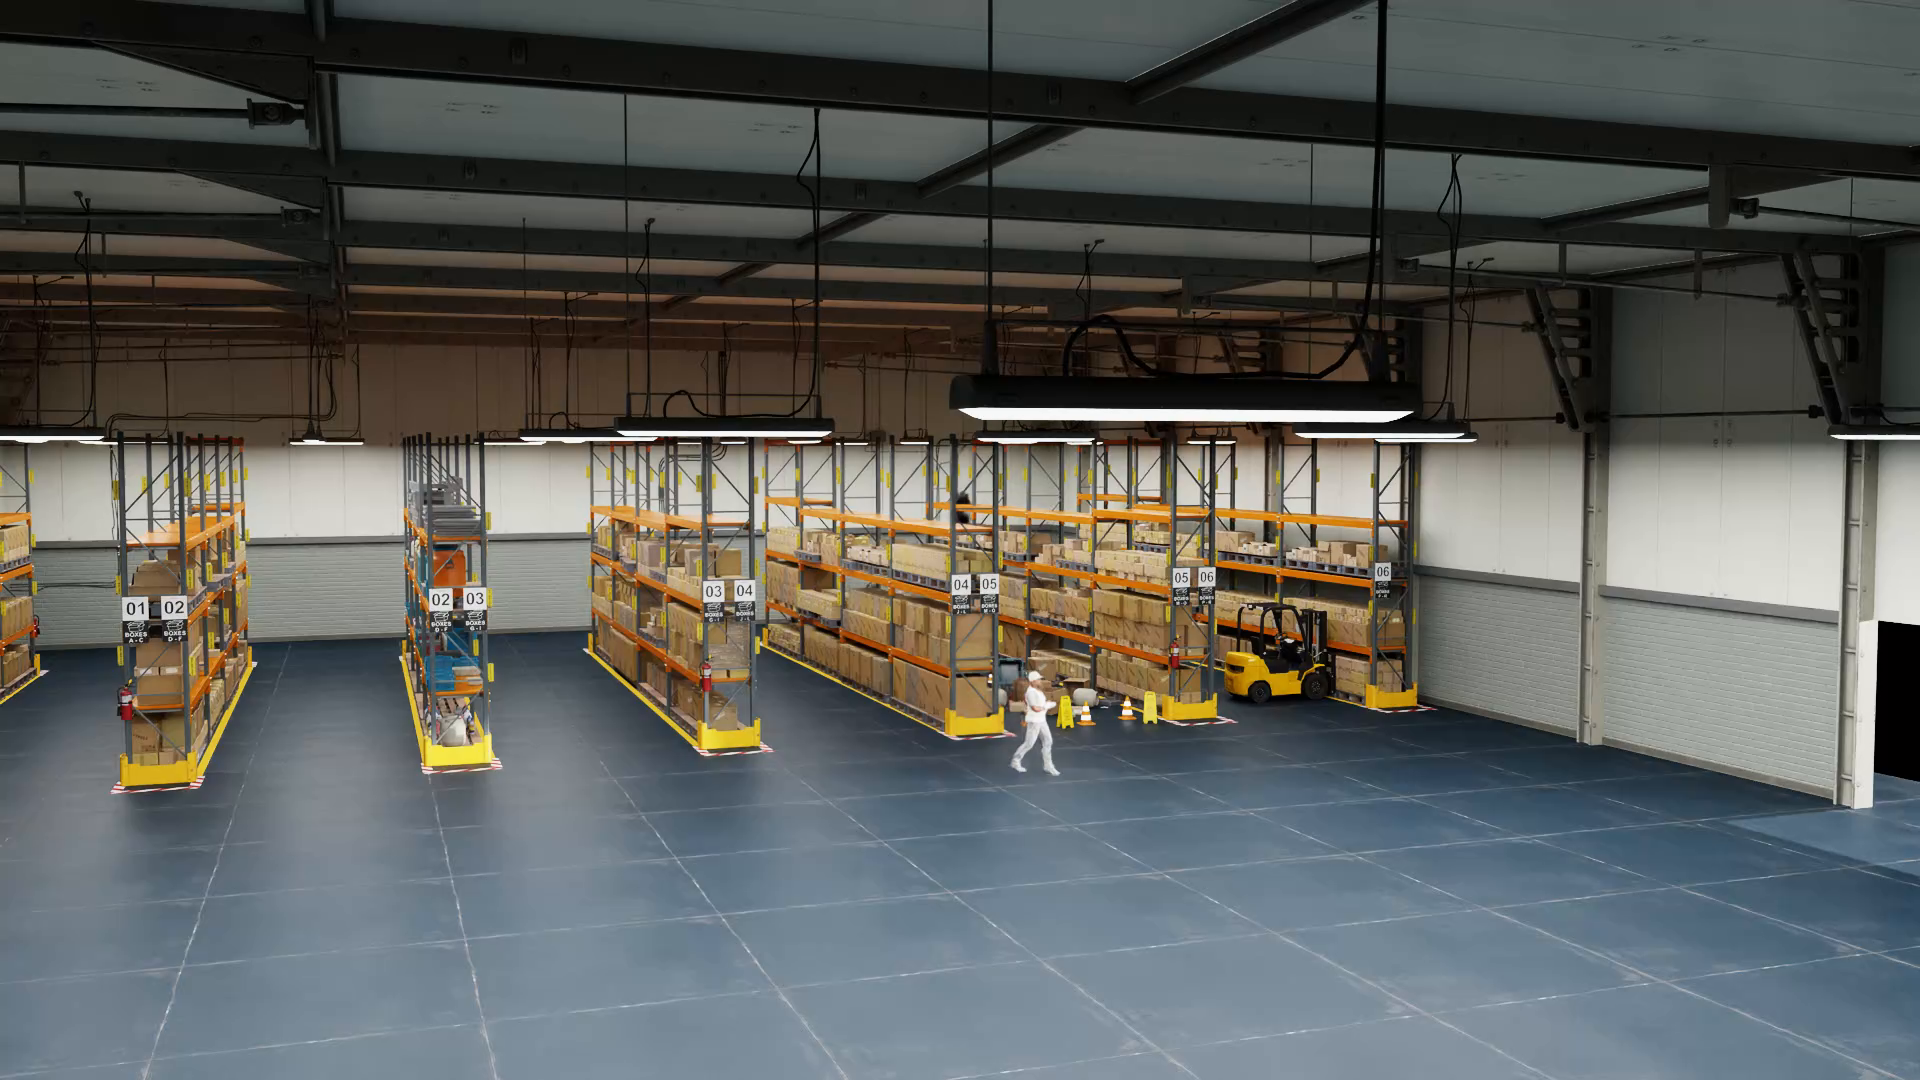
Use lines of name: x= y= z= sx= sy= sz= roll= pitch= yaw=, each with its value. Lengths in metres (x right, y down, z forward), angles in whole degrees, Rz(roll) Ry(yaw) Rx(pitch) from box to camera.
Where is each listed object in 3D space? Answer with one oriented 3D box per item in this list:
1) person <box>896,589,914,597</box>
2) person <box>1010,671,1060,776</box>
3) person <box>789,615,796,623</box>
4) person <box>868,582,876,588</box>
person: x=-1.733 y=2.006 z=50.804 sx=0.868 sy=1.824 sz=0.598 roll=-1 pitch=3 yaw=-23
person: x=1.311 y=3.204 z=29.035 sx=0.864 sy=1.826 sz=0.669 roll=1 pitch=3 yaw=17
person: x=-4.913 y=2.111 z=49.723 sx=0.843 sy=1.758 sz=0.757 roll=2 pitch=4 yaw=29
person: x=-2.680 y=2.094 z=50.744 sx=0.616 sy=1.660 sz=0.641 roll=-1 pitch=3 yaw=-13
